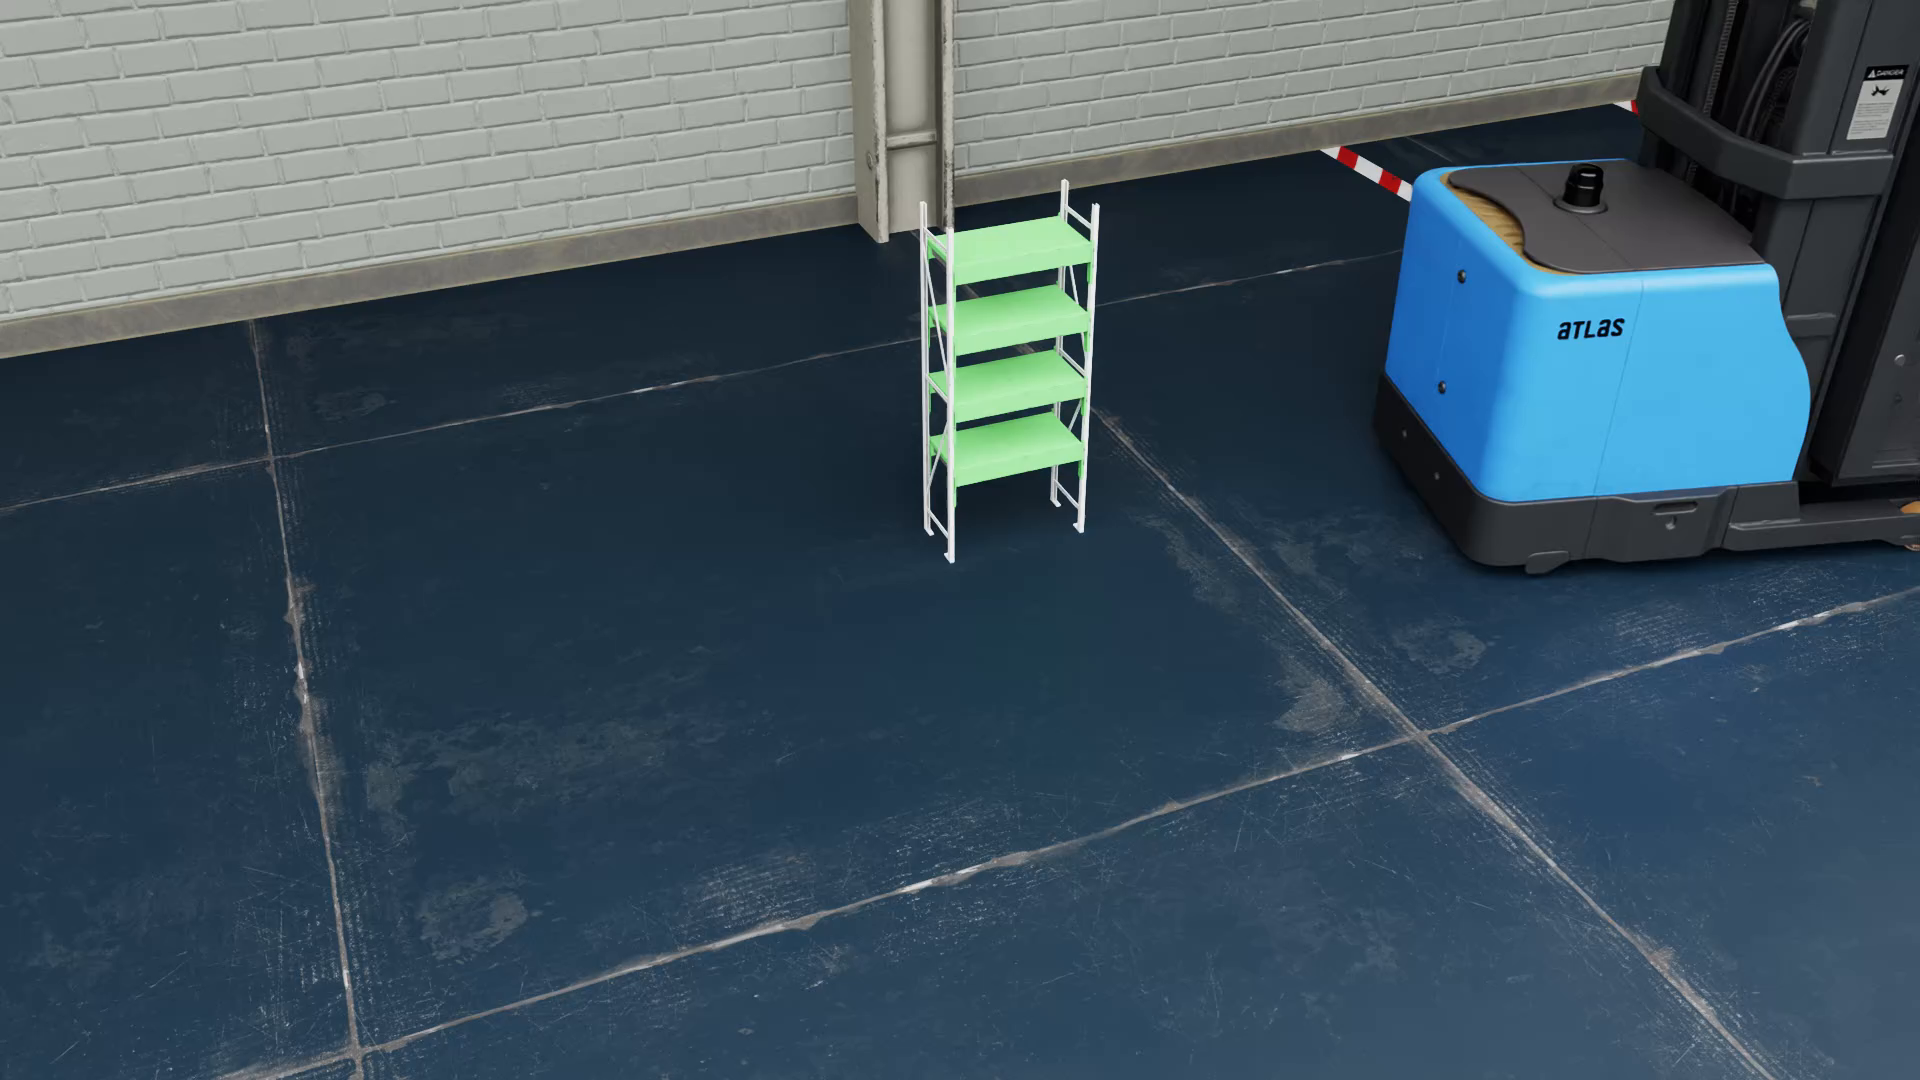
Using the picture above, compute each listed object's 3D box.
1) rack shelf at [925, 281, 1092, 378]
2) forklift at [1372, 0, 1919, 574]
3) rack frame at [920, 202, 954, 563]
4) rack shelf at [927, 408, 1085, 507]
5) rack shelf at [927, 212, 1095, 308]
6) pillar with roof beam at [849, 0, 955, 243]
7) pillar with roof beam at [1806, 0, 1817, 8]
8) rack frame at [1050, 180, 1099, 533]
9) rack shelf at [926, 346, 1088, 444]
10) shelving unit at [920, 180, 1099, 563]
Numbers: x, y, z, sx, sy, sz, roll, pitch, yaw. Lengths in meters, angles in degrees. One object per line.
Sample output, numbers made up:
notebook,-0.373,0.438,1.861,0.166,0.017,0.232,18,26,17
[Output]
rack shelf,0.153,-0.685,5.380,0.480,0.148,0.258,-13,35,-19
forklift,3.115,-1.474,5.328,3.031,2.935,1.130,-5,33,-7
rack frame,-0.072,-0.486,5.397,0.015,1.200,0.240,-13,35,-19
rack shelf,0.153,-0.283,5.642,0.480,0.148,0.258,-13,35,-19
rack shelf,0.153,-0.887,5.250,0.480,0.148,0.258,-13,35,-19
pillar with roof beam,1.400,-3.141,2.326,0.400,9.000,9.100,-13,35,-19
pillar with roof beam,6.932,-4.408,4.273,0.400,9.000,9.100,-13,35,-19
rack frame,0.378,-0.589,5.556,0.015,1.200,0.240,-13,35,-19
rack shelf,0.153,-0.484,5.511,0.480,0.148,0.258,-13,35,-19
shelving unit,0.153,-0.538,5.476,0.503,1.200,0.258,-13,35,-19
